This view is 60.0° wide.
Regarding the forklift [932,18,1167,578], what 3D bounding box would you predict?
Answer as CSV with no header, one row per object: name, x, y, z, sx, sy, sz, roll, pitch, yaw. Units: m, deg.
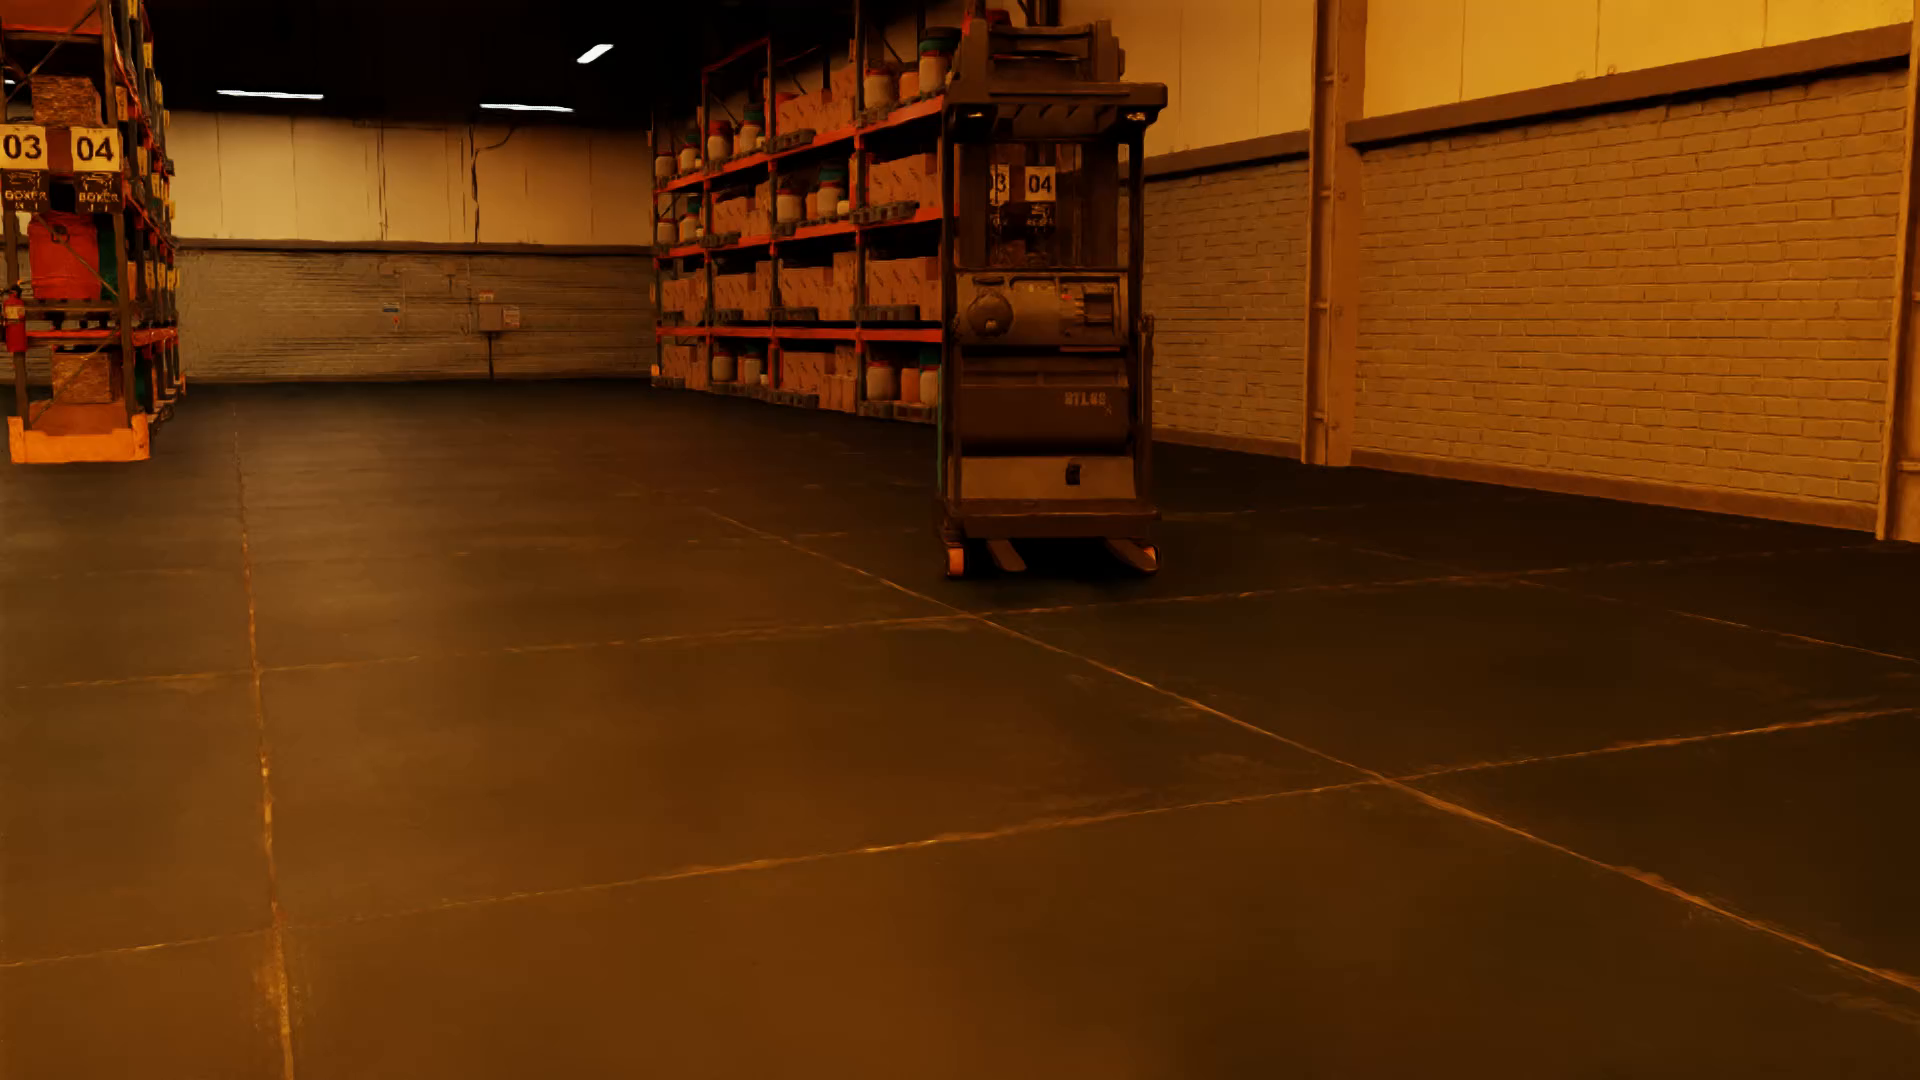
forklift,0.461,-1.296,8.770,1.130,2.935,3.031,0,8,-4
